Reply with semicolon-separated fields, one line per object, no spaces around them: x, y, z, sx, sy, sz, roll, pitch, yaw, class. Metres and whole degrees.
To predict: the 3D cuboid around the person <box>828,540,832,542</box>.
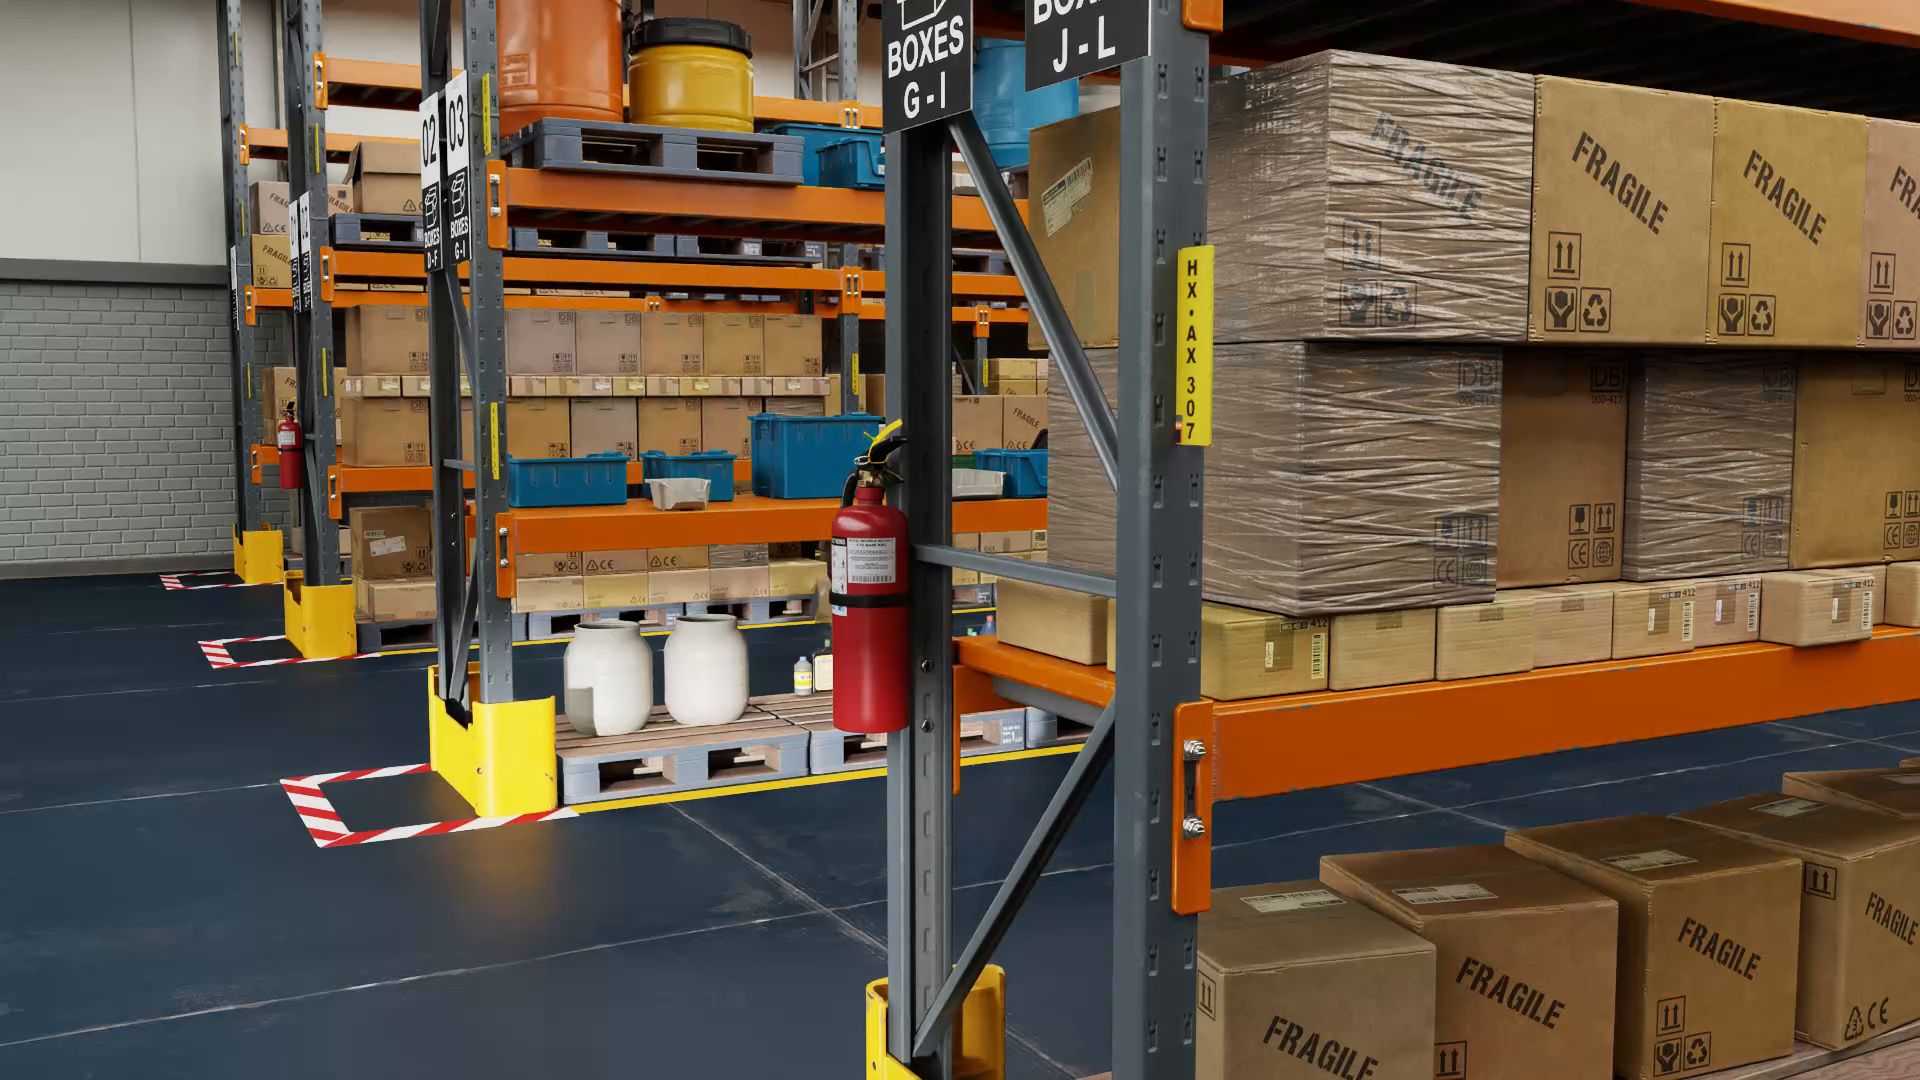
-0.557;0.314;11.680;0.859;0.980;0.417;-3;6;-32;person
